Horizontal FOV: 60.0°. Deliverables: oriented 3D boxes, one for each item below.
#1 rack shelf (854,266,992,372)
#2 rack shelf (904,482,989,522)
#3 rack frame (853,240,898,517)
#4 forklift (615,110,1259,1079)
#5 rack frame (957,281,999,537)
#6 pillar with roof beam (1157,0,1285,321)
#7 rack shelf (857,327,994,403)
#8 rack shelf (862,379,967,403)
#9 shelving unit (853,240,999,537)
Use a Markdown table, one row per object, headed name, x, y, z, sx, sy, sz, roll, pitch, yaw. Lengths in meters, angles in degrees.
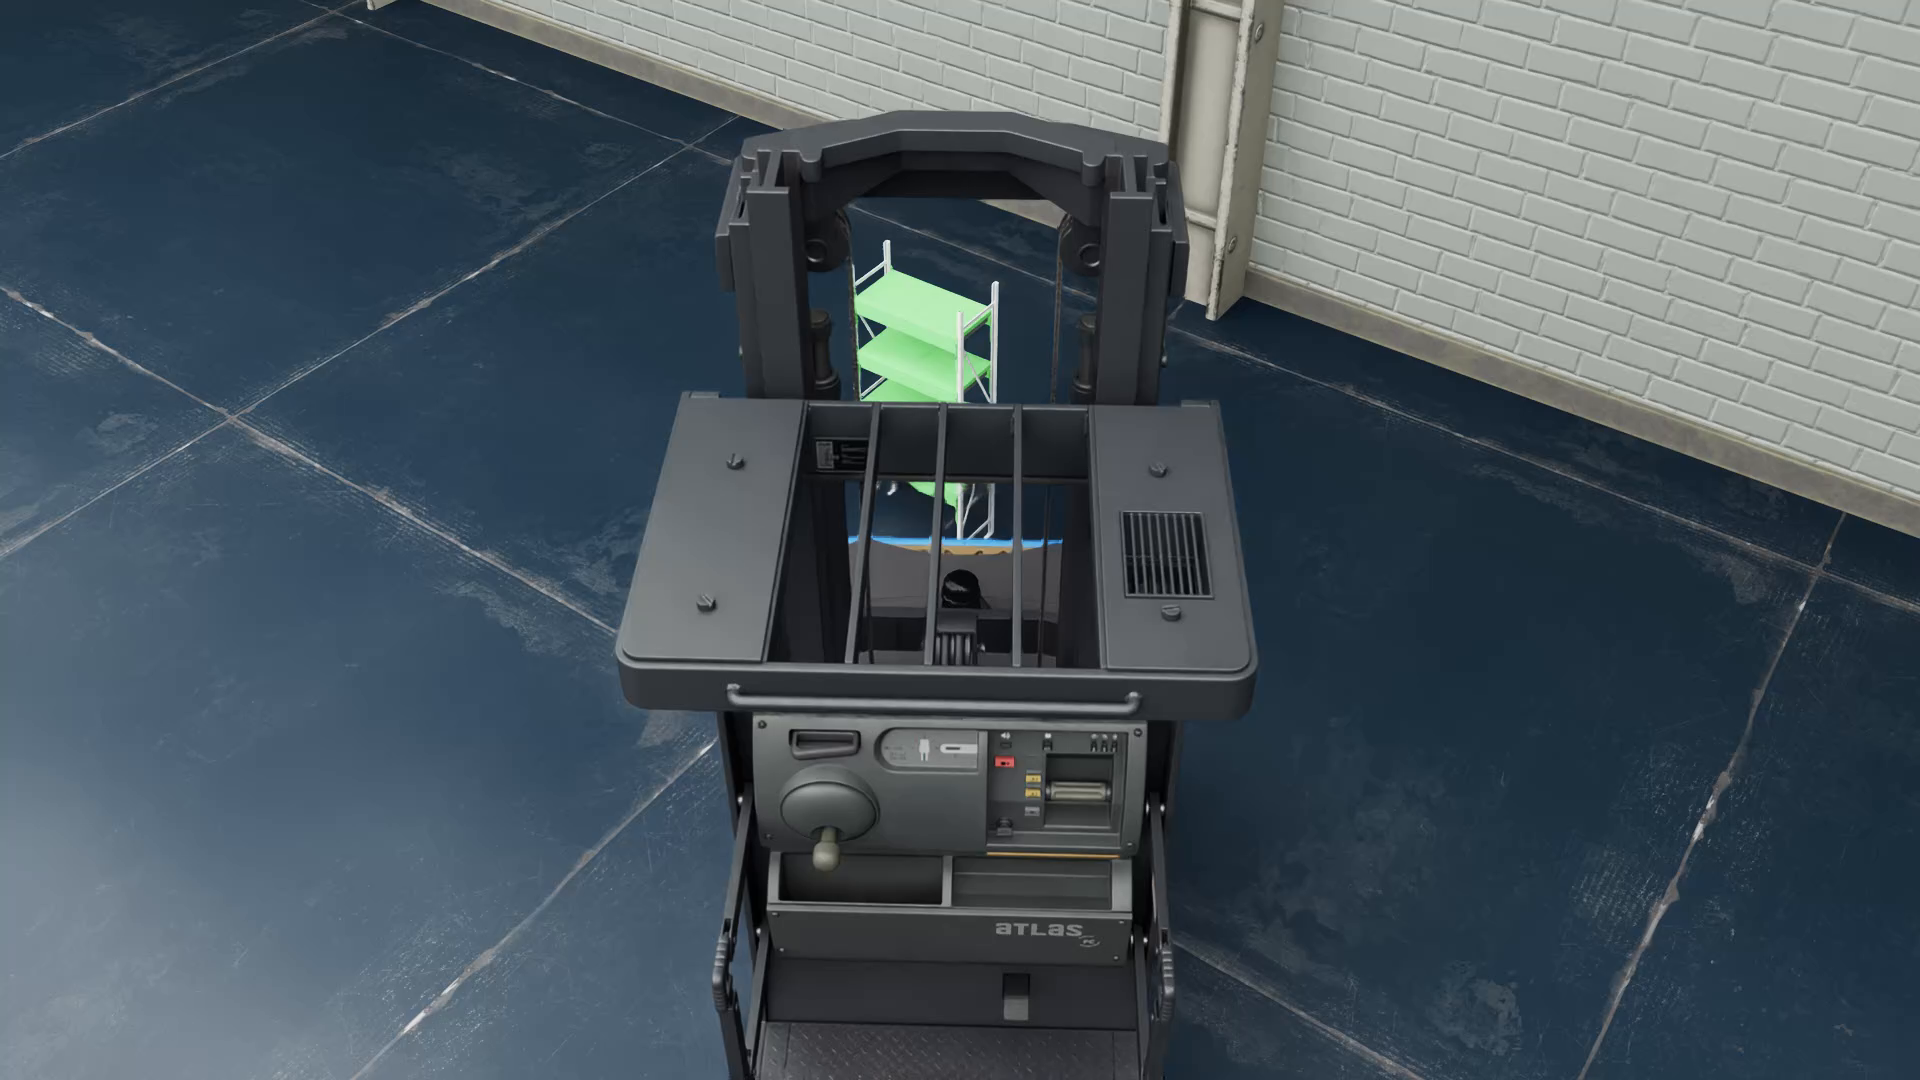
| name | x | y | z | sx | sy | sz | roll | pitch | yaw |
| --- | --- | --- | --- | --- | --- | --- | --- | --- | --- |
| rack shelf | -0.136 | -0.821 | 6.143 | 0.480 | 0.148 | 0.258 | 25 | 48 | 25 |
| rack shelf | -0.136 | -0.284 | 6.623 | 0.480 | 0.148 | 0.258 | 25 | 48 | 25 |
| rack frame | -0.335 | -0.604 | 6.525 | 0.015 | 1.200 | 0.240 | 25 | 48 | 25 |
| forklift | -0.029 | 0.678 | 3.794 | 1.130 | 2.935 | 3.031 | 1 | 42 | 1 |
| rack frame | 0.064 | -0.417 | 6.316 | 0.015 | 1.200 | 0.240 | 25 | 48 | 25 |
| pillar with roof beam | -1.331 | -2.204 | 2.464 | 0.400 | 9.000 | 9.100 | 25 | 48 | 25 |
| rack shelf | -0.136 | -0.642 | 6.303 | 0.480 | 0.148 | 0.258 | 25 | 48 | 25 |
| rack shelf | -0.136 | -0.463 | 6.463 | 0.480 | 0.148 | 0.258 | 25 | 48 | 25 |
| shelving unit | -0.136 | -0.511 | 6.421 | 0.503 | 1.200 | 0.258 | 25 | 48 | 25 |
